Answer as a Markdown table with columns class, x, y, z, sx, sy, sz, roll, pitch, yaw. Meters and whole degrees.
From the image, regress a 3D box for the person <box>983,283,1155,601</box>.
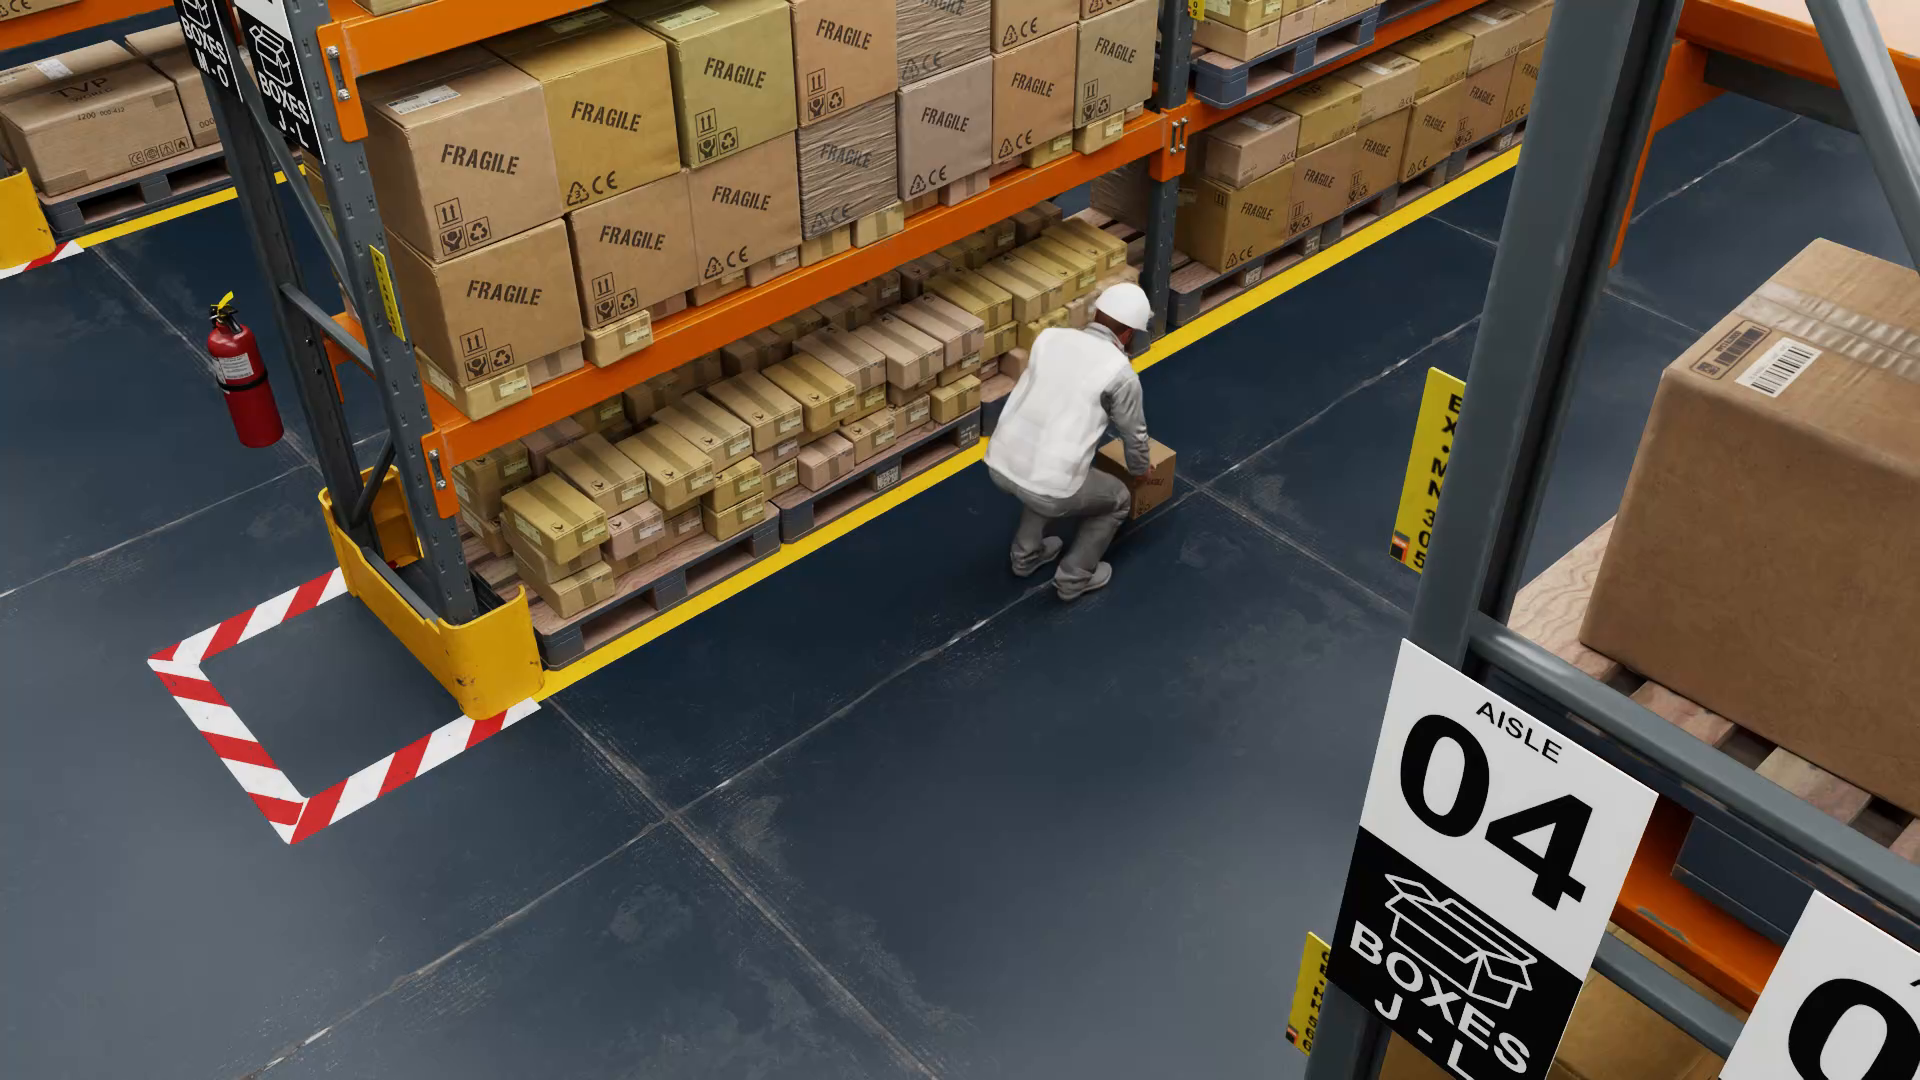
| class | x | y | z | sx | sy | sz | roll | pitch | yaw |
| --- | --- | --- | --- | --- | --- | --- | --- | --- | --- |
| person | 0.459 | -0.398 | 6.988 | 0.820 | 1.304 | 0.586 | -30 | 48 | -31 |
